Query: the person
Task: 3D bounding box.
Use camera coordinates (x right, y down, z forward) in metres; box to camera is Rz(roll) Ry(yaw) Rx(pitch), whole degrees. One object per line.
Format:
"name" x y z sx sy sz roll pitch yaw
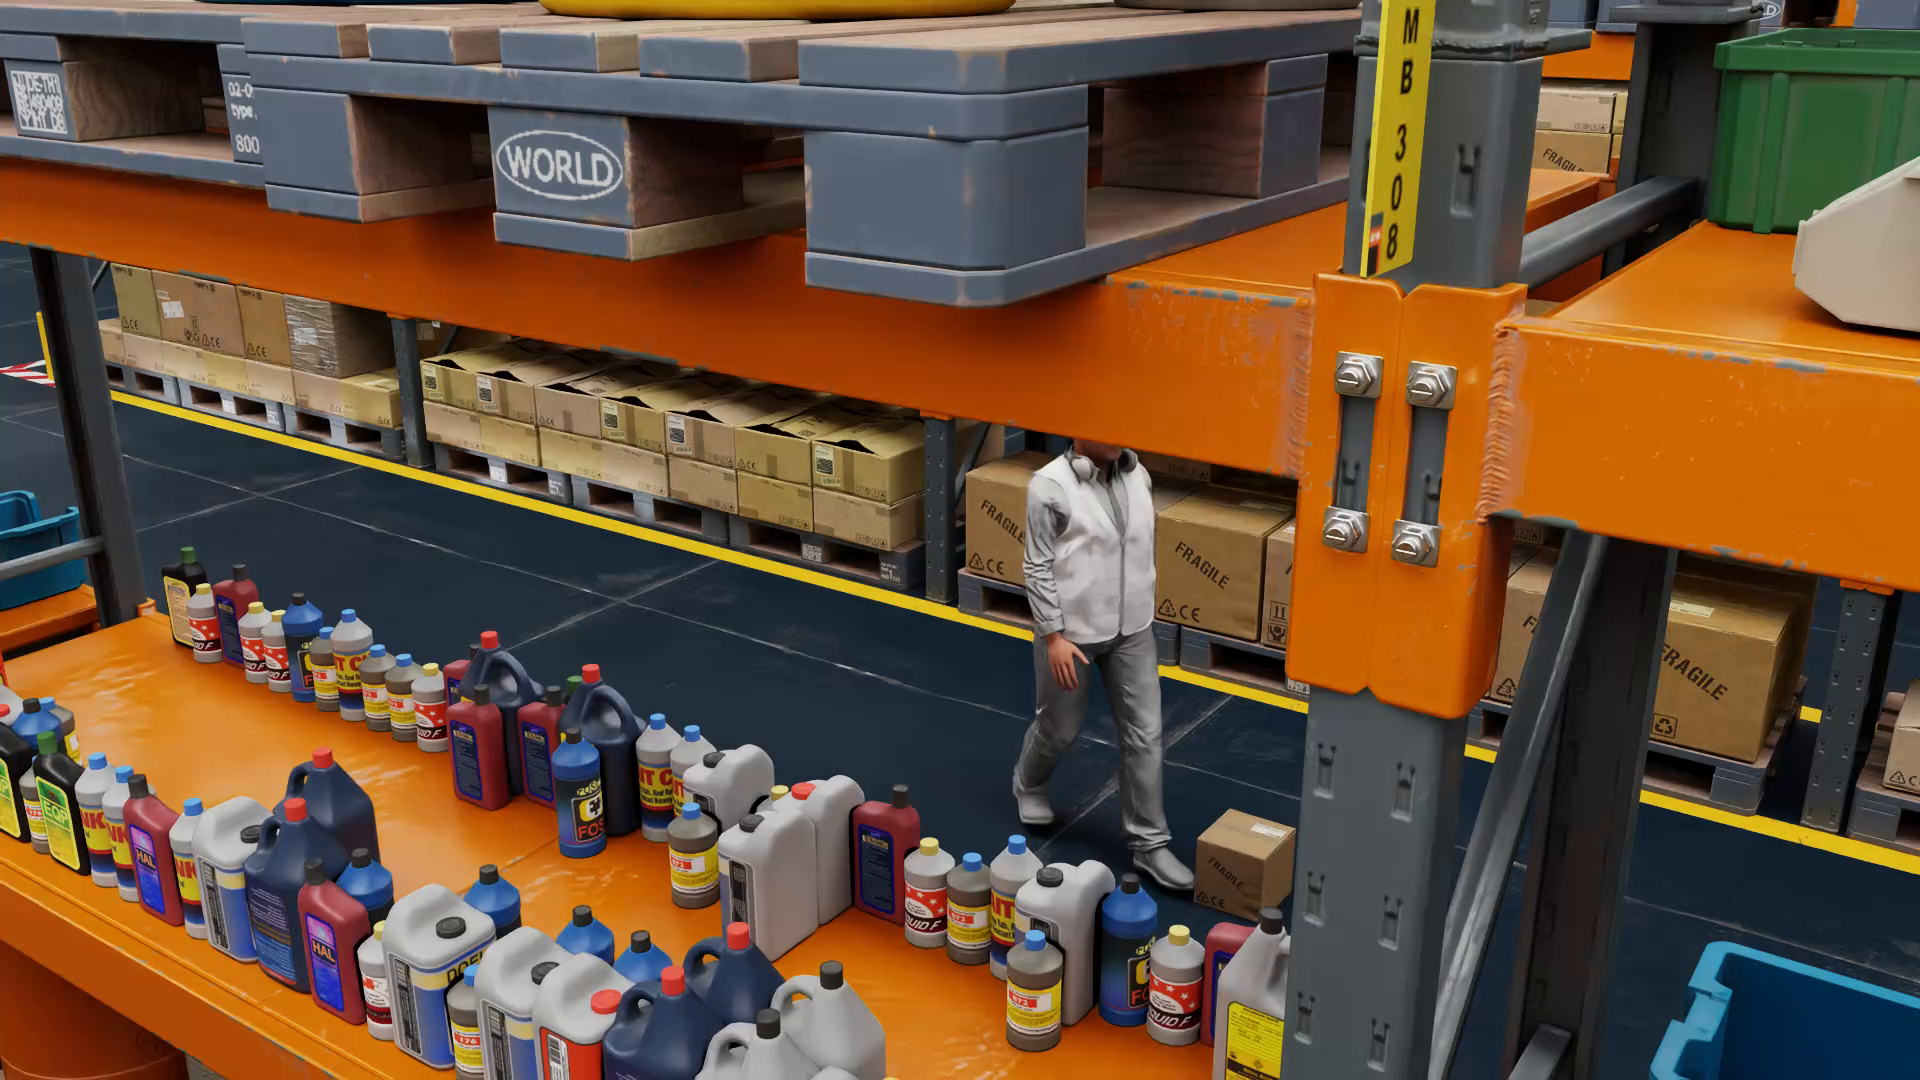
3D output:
"person" 0.479 0.294 5.706 0.547 1.741 0.884 -10 22 -26
